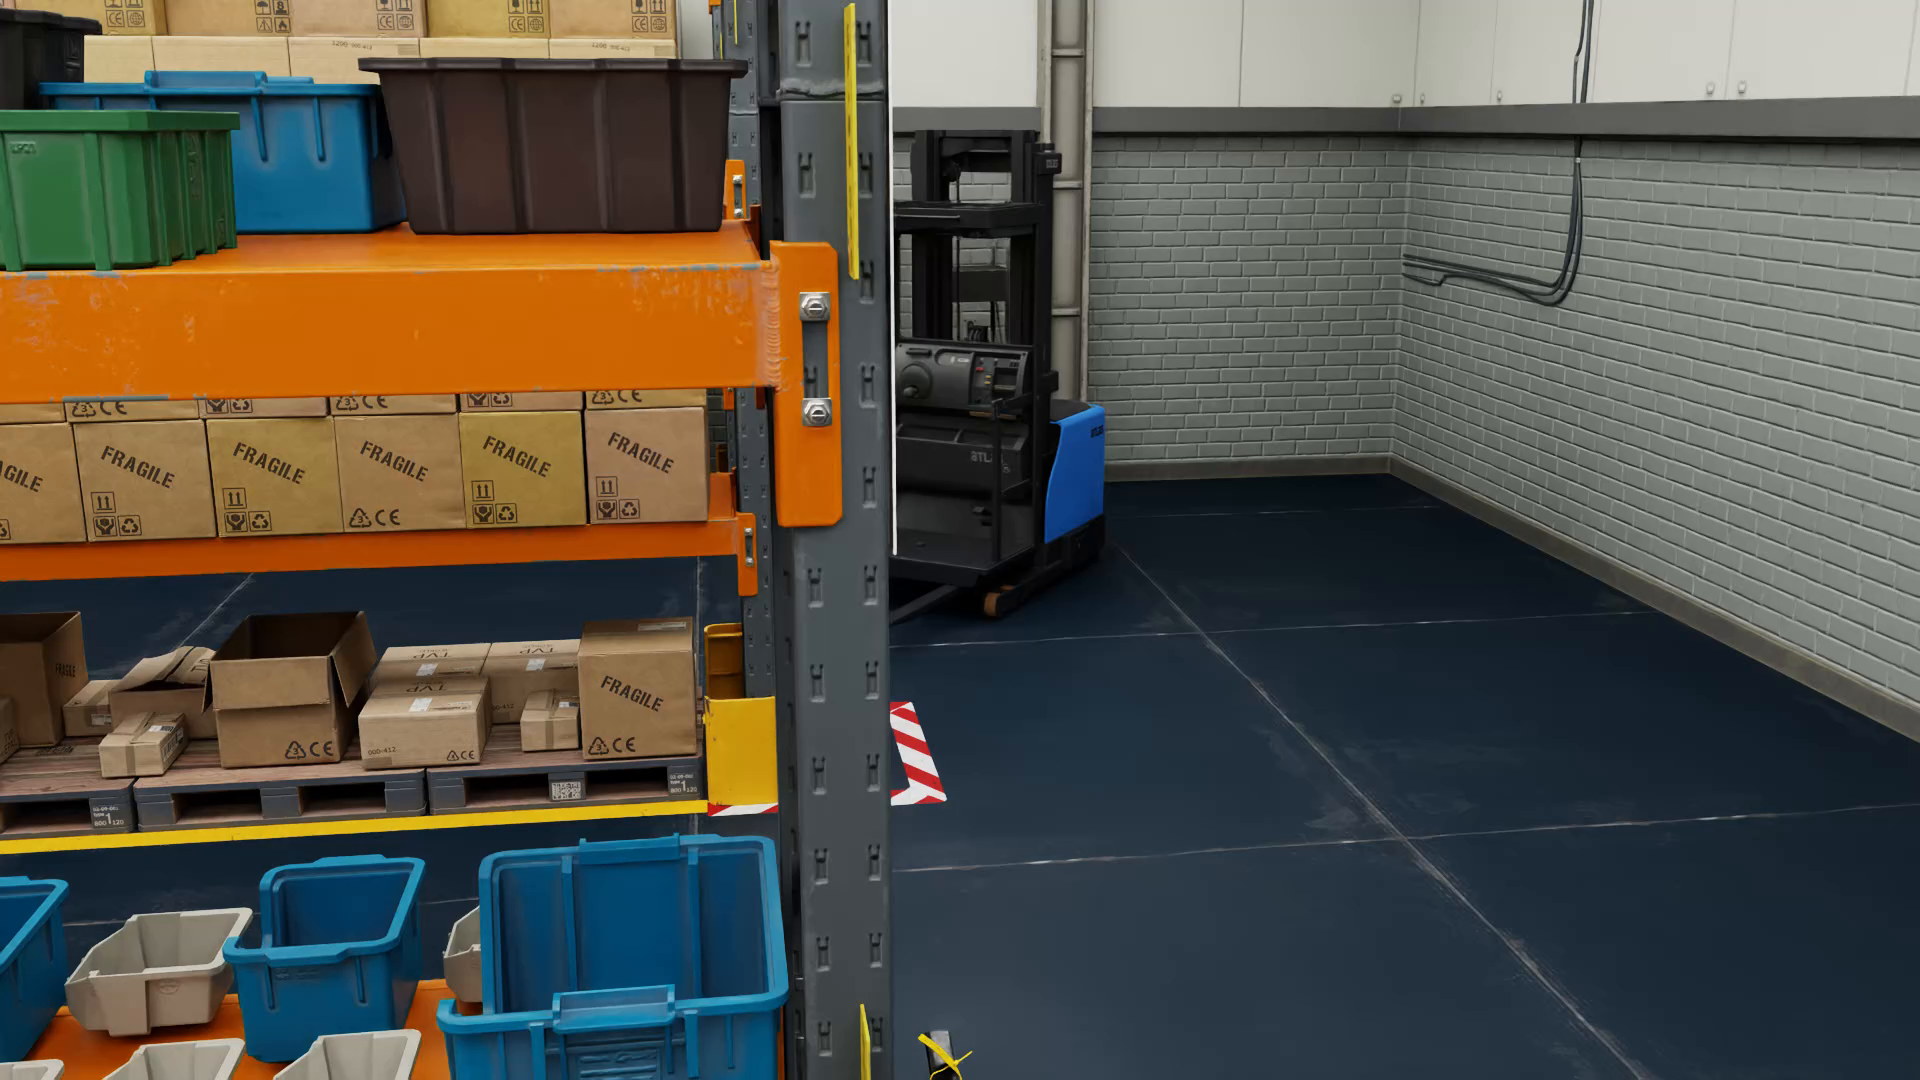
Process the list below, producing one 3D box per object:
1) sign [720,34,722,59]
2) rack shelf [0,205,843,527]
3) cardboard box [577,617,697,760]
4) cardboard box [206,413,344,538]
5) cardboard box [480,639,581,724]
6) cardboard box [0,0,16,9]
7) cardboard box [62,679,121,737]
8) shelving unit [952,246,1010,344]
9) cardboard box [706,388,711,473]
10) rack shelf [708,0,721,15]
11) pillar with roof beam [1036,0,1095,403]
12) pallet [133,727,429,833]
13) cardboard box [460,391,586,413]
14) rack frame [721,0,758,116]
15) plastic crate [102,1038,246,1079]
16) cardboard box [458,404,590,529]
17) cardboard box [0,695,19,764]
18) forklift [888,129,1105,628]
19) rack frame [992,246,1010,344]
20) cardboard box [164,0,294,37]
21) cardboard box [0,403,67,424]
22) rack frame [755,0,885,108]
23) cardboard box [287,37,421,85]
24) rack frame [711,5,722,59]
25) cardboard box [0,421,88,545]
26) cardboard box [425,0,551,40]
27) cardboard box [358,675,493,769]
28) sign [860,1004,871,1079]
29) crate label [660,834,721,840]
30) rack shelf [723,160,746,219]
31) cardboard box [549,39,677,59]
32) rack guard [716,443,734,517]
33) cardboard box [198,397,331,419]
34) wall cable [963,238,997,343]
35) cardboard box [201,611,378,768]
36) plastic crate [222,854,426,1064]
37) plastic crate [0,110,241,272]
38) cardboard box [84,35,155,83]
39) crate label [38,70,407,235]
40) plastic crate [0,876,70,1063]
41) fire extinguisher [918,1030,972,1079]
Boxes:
[{"bbox_3d":[-1.641,-3.314,11.447,0.005,0.325,0.100,-2,14,-8],"label":"sign"},{"bbox_3d":[-2.210,-0.250,2.364,4.000,0.370,1.077,-2,14,-8],"label":"rack shelf"},{"bbox_3d":[-1.467,0.670,7.617,0.500,0.500,0.500,-2,14,-8],"label":"cardboard box"},{"bbox_3d":[-2.874,-0.320,7.126,0.500,0.500,0.500,-2,14,-9],"label":"cardboard box"},{"bbox_3d":[-2.041,0.682,8.084,0.500,0.250,0.500,-2,14,-8],"label":"cardboard box"},{"bbox_3d":[-3.931,-2.262,6.648,0.500,0.500,0.700,-2,14,-8],"label":"cardboard box"},{"bbox_3d":[-4.039,0.790,7.863,0.250,0.149,0.380,-2,14,-8],"label":"cardboard box"},{"bbox_3d":[0.060,-1.081,12.214,0.503,2.100,0.431,-4,15,-15],"label":"shelving unit"},{"bbox_3d":[-1.444,-0.504,7.858,0.500,0.500,0.500,-2,14,-7],"label":"cardboard box"},{"bbox_3d":[-3.686,-3.894,11.550,4.000,0.370,1.077,-2,14,-8],"label":"rack shelf"},{"bbox_3d":[1.474,-3.780,8.793,0.400,9.000,9.100,-2,14,-8],"label":"pillar with roof beam"},{"bbox_3d":[-3.033,1.020,7.721,1.213,0.211,1.003,-2,14,-8],"label":"pallet"},{"bbox_3d":[-1.865,-0.841,7.146,0.500,0.500,0.500,-2,14,-7],"label":"cardboard box"},{"bbox_3d":[-0.966,-3.318,6.952,0.127,3.000,1.000,-2,14,-8],"label":"rack frame"},{"bbox_3d":[-1.300,0.963,2.635,0.243,0.136,0.396,-2,14,-8],"label":"plastic crate"},{"bbox_3d":[-1.881,-0.355,7.265,0.500,0.500,0.500,-2,14,-8],"label":"cardboard box"},{"bbox_3d":[-4.474,0.865,7.230,0.500,0.311,0.500,-2,14,-8],"label":"cardboard box"},{"bbox_3d":[-0.098,-1.056,10.408,1.130,2.935,3.031,7,16,26],"label":"forklift"},{"bbox_3d":[0.295,-1.096,12.277,0.015,2.100,0.400,-4,15,-15],"label":"rack frame"},{"bbox_3d":[-2.966,-2.336,6.944,0.500,0.500,0.700,-2,14,-8],"label":"cardboard box"},{"bbox_3d":[-3.904,-0.765,6.843,0.500,0.500,0.500,-3,14,-10],"label":"cardboard box"},{"bbox_3d":[-0.232,-2.126,2.200,0.127,3.000,1.000,-2,14,-8],"label":"rack frame"},{"bbox_3d":[-2.426,-1.917,6.814,0.500,0.250,0.500,-2,14,-8],"label":"cardboard box"},{"bbox_3d":[-1.708,-4.509,11.703,0.127,3.000,1.000,-2,14,-8],"label":"rack frame"},{"bbox_3d":[-3.871,-0.284,6.981,0.500,0.500,0.500,-2,14,-7],"label":"cardboard box"},{"bbox_3d":[-1.979,-2.376,7.102,0.500,0.500,0.700,-2,14,-8],"label":"cardboard box"},{"bbox_3d":[-2.411,0.819,7.539,0.500,0.250,0.500,-2,14,-8],"label":"cardboard box"},{"bbox_3d":[-0.134,0.836,2.385,0.005,0.325,0.100,-2,14,-8],"label":"sign"},{"bbox_3d":[-0.525,0.766,3.223,0.303,0.233,0.416,-2,14,-8],"label":"crate label"},{"bbox_3d":[-2.944,-1.441,7.115,4.000,0.370,1.077,-2,14,-8],"label":"rack shelf"},{"bbox_3d":[-1.436,-1.953,6.955,0.500,0.250,0.500,-2,14,-8],"label":"cardboard box"},{"bbox_3d":[-1.684,-0.388,12.740,0.348,0.500,1.175,-2,14,-8],"label":"rack guard"},{"bbox_3d":[-2.885,-0.802,6.992,0.500,0.500,0.500,-2,14,-7],"label":"cardboard box"},{"bbox_3d":[-0.583,-2.366,13.401,1.851,1.984,0.084,-2,14,-8],"label":"wall cable"},{"bbox_3d":[-3.065,0.665,7.630,0.637,0.503,0.797,-2,14,-8],"label":"cardboard box"},{"bbox_3d":[-1.176,0.790,3.128,0.300,0.233,0.416,-2,14,-8],"label":"plastic crate"},{"bbox_3d":[-1.165,-0.464,2.175,0.336,0.188,0.450,-2,14,-8],"label":"plastic crate"},{"bbox_3d":[-3.413,-1.879,6.663,0.500,0.250,0.500,-2,14,-8],"label":"cardboard box"},{"bbox_3d":[-1.193,-0.643,2.760,0.502,0.251,0.408,-2,14,-8],"label":"crate label"},{"bbox_3d":[-1.827,0.813,3.033,0.300,0.233,0.416,-2,14,-8],"label":"plastic crate"},{"bbox_3d":[-0.015,1.106,2.571,0.183,0.674,0.296,-2,14,-8],"label":"fire extinguisher"}]
